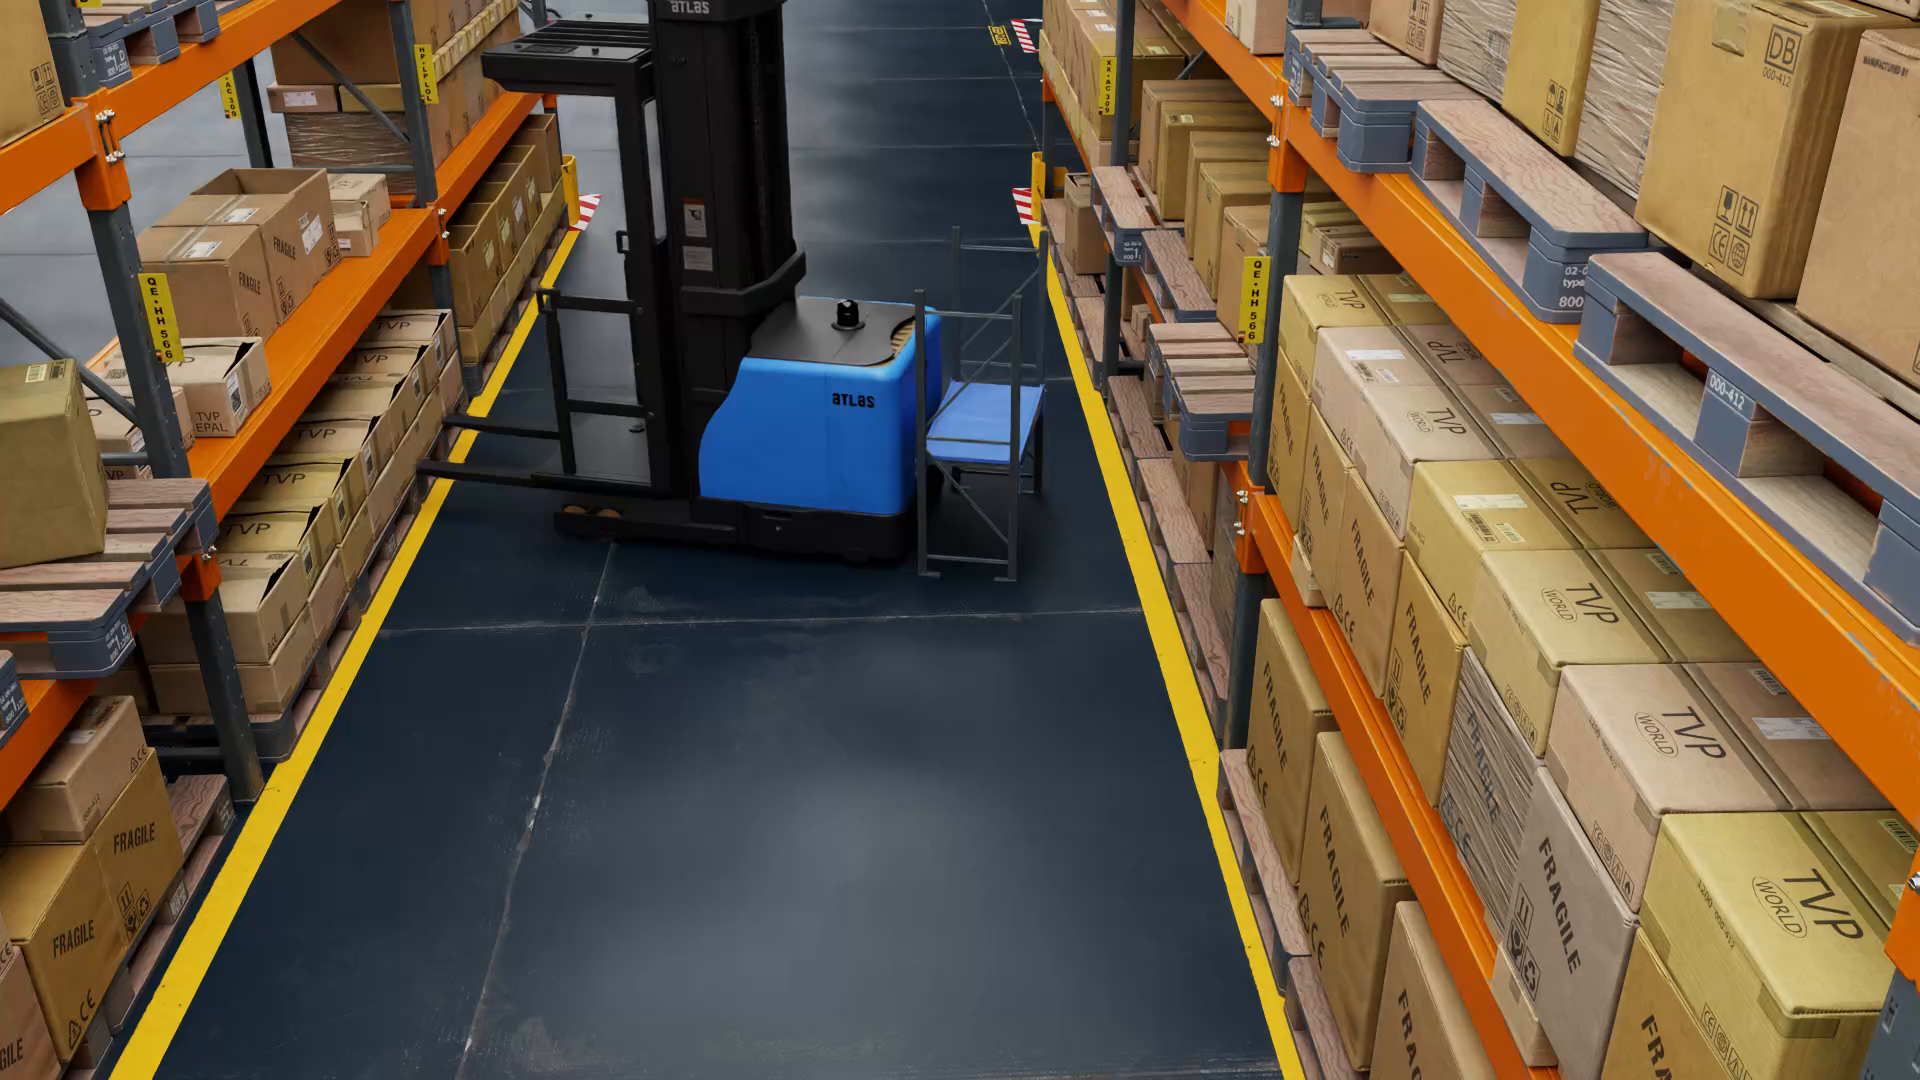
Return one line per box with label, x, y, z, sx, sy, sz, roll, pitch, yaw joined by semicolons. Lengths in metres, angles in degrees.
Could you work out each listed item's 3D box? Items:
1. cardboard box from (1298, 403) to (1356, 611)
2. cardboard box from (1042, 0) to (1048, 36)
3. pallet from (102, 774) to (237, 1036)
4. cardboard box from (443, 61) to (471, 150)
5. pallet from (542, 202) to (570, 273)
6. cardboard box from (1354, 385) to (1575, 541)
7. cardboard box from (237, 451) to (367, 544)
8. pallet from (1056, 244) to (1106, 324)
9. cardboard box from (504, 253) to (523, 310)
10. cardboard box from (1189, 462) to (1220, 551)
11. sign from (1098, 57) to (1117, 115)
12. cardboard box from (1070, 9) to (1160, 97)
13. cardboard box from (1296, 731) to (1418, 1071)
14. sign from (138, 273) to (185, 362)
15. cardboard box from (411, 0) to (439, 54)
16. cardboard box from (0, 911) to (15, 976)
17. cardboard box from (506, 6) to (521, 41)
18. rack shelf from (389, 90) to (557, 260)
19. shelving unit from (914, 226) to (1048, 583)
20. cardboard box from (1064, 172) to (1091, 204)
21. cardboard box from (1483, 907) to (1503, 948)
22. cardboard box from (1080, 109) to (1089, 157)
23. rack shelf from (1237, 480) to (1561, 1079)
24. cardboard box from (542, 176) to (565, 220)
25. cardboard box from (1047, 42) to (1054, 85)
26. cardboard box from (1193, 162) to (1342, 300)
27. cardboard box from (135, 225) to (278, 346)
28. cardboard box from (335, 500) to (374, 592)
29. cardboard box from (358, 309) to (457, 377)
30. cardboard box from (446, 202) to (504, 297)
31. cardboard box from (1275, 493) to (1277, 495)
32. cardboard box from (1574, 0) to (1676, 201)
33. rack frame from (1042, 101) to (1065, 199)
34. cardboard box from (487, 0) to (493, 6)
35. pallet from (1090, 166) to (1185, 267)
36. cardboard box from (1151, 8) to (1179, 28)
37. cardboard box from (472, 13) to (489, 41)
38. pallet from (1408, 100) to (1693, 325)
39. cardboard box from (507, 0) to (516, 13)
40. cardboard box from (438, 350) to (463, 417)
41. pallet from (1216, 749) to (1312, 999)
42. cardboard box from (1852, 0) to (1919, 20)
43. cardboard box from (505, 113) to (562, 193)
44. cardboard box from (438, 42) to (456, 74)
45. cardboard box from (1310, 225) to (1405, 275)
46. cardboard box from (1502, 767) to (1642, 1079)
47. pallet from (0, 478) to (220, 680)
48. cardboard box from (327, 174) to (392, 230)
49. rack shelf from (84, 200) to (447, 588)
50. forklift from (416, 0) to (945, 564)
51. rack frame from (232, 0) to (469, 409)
cardboard box;1.392;-0.115;5.275;0.500;0.500;0.500;0;28;-1
cardboard box;0.911;-4.144;12.781;0.500;0.500;0.500;-1;28;-3
pallet;-3.341;1.301;6.027;1.003;0.211;1.213;-1;28;-3
cardboard box;-3.637;-2.852;10.867;0.700;0.500;0.500;-1;28;-2
pallet;-3.679;-2.387;13.098;1.003;0.211;1.213;-1;28;-3
cardboard box;1.429;-0.225;4.675;0.500;0.250;0.500;-1;28;-2
cardboard box;-3.137;-0.223;7.848;0.500;0.311;0.500;-2;28;-4
pallet;1.258;-1.887;12.140;1.003;0.211;1.213;-1;28;-3
cardboard box;-3.315;-1.779;11.436;0.500;0.250;0.500;-1;28;-3
cardboard box;1.549;-0.290;8.289;0.700;0.500;0.500;-2;28;-3
sign;0.854;-2.617;9.587;0.100;0.325;0.005;-1;28;-3
cardboard box;1.014;-3.198;10.968;0.500;0.500;0.500;-2;28;-4
cardboard box;1.551;1.112;5.244;0.750;0.750;0.750;-2;28;-3
sign;-2.801;-0.777;5.829;0.100;0.325;0.005;-1;28;-3
cardboard box;-3.609;-3.186;10.103;0.700;0.500;0.500;-1;28;-3
cardboard box;-2.995;1.224;4.575;0.500;0.250;0.500;-2;28;-4
cardboard box;-3.749;-3.804;12.691;0.700;0.500;0.500;-1;28;-3
rack shelf;-3.656;-2.733;11.524;1.077;0.370;4.000;-1;28;-3
shelving unit;0.122;-0.708;8.486;0.538;1.500;1.048;4;28;8
cardboard box;1.133;-2.778;13.264;0.500;0.311;0.500;-4;28;-8
cardboard box;1.488;0.927;3.980;0.380;0.149;0.250;-1;28;-3
cardboard box;1.050;-2.633;10.696;0.500;0.250;0.500;-1;28;-2
rack shelf;1.708;0.840;4.673;1.077;0.370;4.000;-1;28;-3
cardboard box;-3.437;-2.702;13.206;0.500;0.250;0.500;-1;28;-3
cardboard box;0.936;-3.567;12.485;0.500;0.250;0.500;-2;28;-4
cardboard box;1.482;-1.433;7.670;0.700;0.500;0.500;-1;28;-3
cardboard box;-3.447;-1.100;7.507;0.500;0.500;0.500;-3;28;-5
cardboard box;-3.137;0.031;7.966;0.500;0.250;0.500;-2;28;-4
cardboard box;-3.244;-1.164;9.650;0.500;0.311;0.500;-1;28;-3
cardboard box;-3.297;-1.880;10.819;0.500;0.500;0.500;-1;28;-3
cardboard box;1.547;-0.417;7.723;0.500;0.250;0.500;-1;28;-2
cardboard box;1.821;-1.022;3.638;0.700;0.500;0.500;-1;28;-3
rack frame;1.186;-4.097;13.361;1.000;3.000;0.127;-1;28;-3
cardboard box;-3.713;-4.112;11.879;0.700;0.500;0.500;-2;28;-4
pallet;1.290;-1.808;9.180;1.003;0.211;1.213;-1;28;-3
cardboard box;1.535;-3.216;11.001;0.500;0.500;0.500;-1;28;-1
cardboard box;-3.481;-3.537;11.479;0.380;0.149;0.250;-1;28;-1
pallet;1.752;-0.836;4.070;1.003;0.211;1.213;0;28;0
cardboard box;-3.535;-4.015;12.394;0.380;0.149;0.250;-1;28;-1
cardboard box;-3.240;-0.911;9.772;0.500;0.250;0.500;-2;28;-3
pallet;1.570;1.200;6.221;1.003;0.211;1.213;-1;28;-3
cardboard box;1.854;-1.121;3.017;0.500;0.250;0.500;-2;28;-4
cardboard box;-3.435;-3.034;13.033;0.500;0.500;0.500;-1;28;-3
cardboard box;-3.427;-3.061;10.565;0.380;0.149;0.250;-2;28;-4
cardboard box;1.556;-1.088;6.307;0.380;0.149;0.250;-5;28;-9
cardboard box;1.501;0.818;3.487;0.500;0.500;0.500;-1;28;-2
pallet;-3.237;0.116;5.492;1.213;0.211;1.003;-1;28;-3
cardboard box;-3.482;-1.835;9.187;0.500;0.250;0.500;0;28;1
rack shelf;-3.447;-0.885;7.982;1.077;0.370;4.000;-1;28;-3
forklift;-1.657;-1.522;8.498;3.031;2.935;1.130;6;28;11
rack frame;-3.552;-2.128;9.587;1.000;3.000;0.127;-1;28;-3
